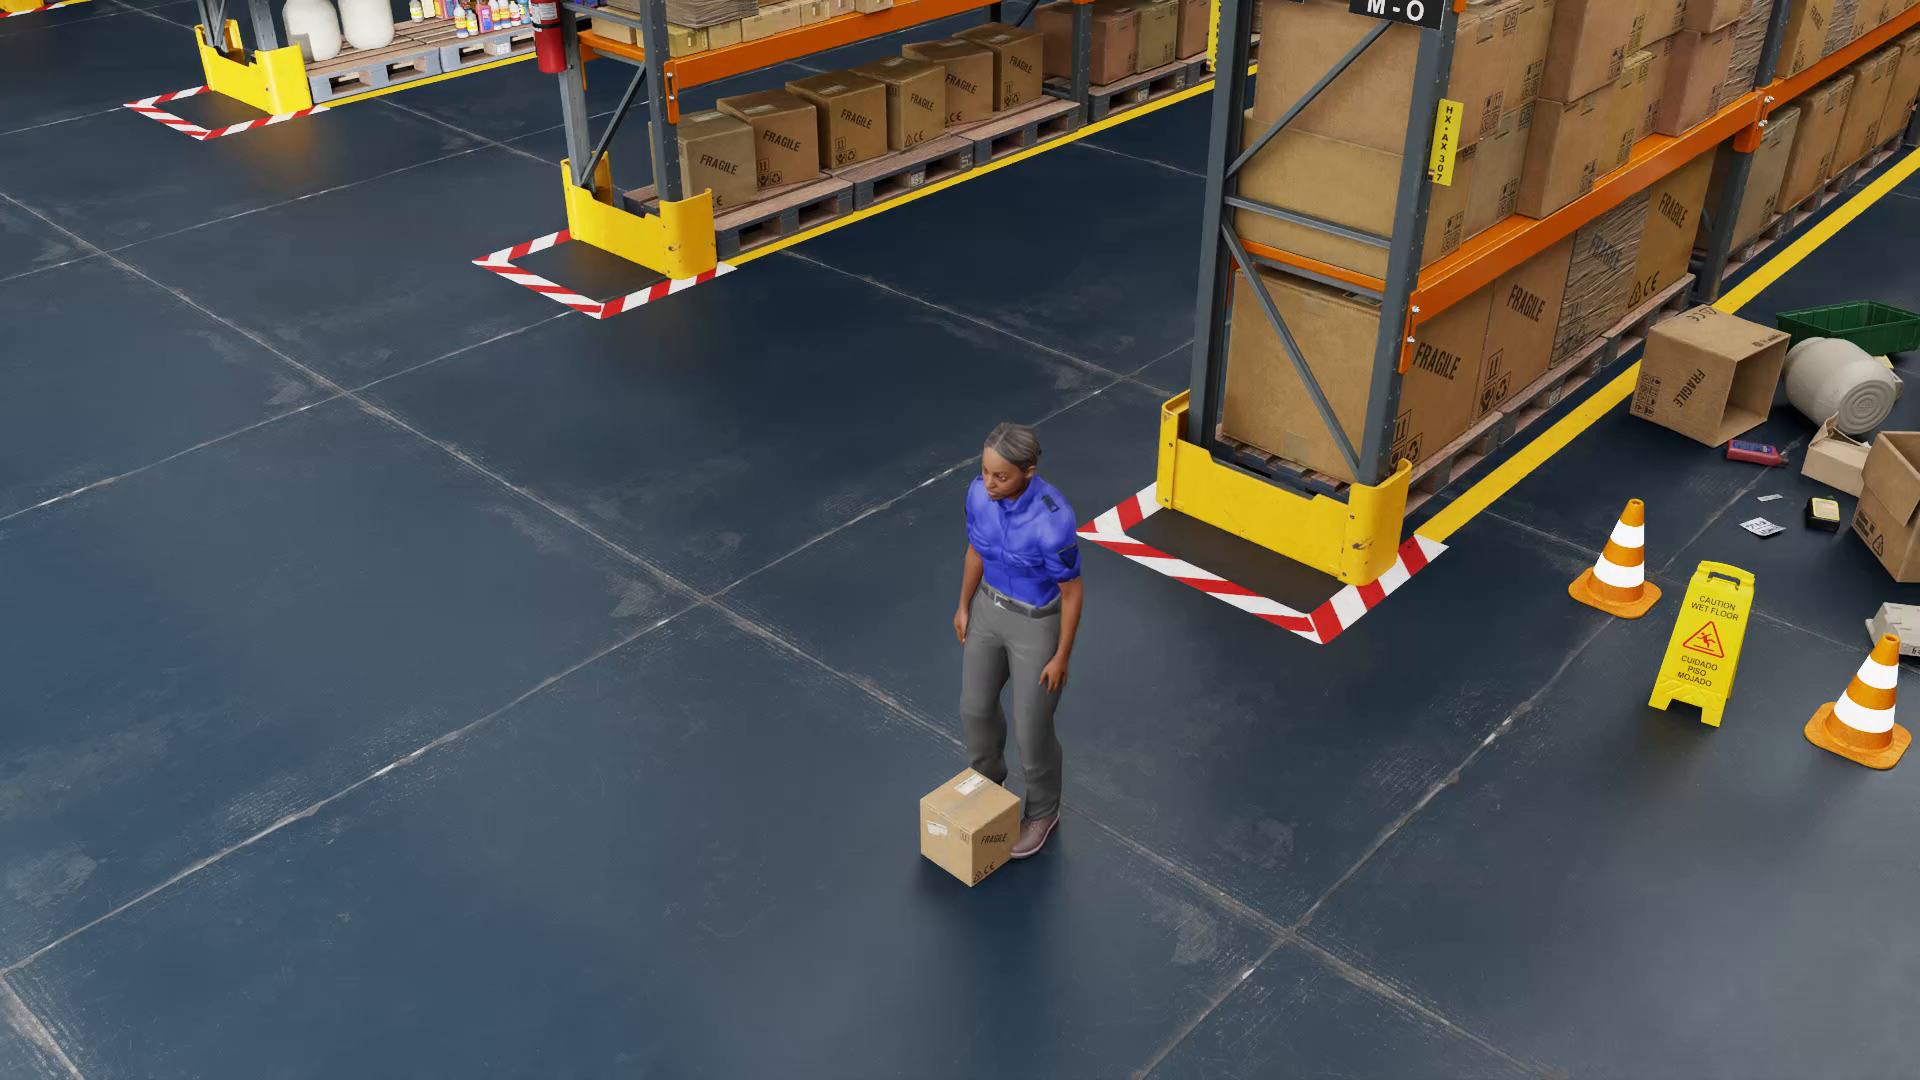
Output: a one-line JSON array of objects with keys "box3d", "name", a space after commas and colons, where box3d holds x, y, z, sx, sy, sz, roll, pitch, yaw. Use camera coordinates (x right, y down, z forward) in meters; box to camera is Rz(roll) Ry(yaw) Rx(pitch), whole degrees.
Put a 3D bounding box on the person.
[{"box3d": [0.182, 0.311, 5.633, 0.503, 1.654, 0.350, 25, 40, 35], "name": "person"}]
